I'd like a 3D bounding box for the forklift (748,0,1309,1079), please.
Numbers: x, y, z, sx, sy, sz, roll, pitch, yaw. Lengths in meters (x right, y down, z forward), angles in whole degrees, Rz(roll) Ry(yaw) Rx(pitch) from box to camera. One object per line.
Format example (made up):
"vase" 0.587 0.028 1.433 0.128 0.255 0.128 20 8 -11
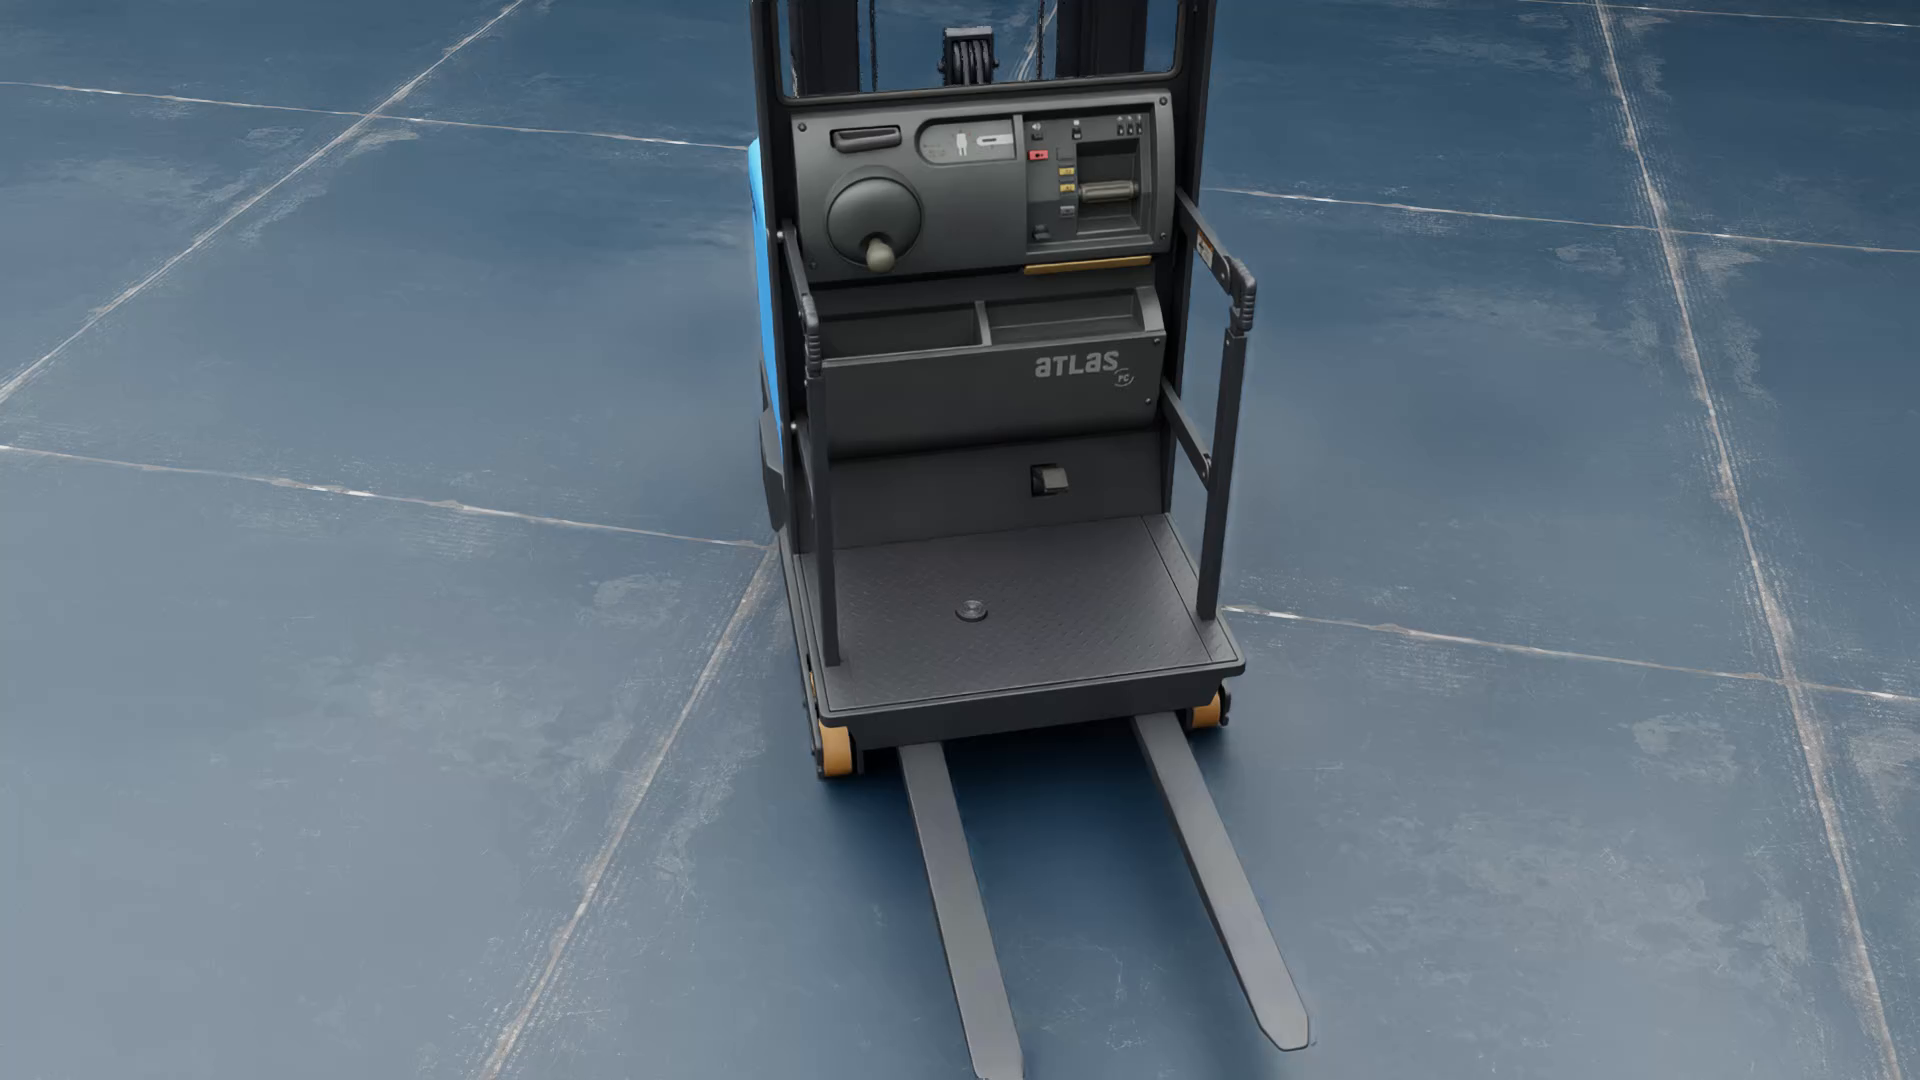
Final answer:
"forklift" 0.108 -0.798 3.854 1.130 2.935 3.031 -6 36 -9
